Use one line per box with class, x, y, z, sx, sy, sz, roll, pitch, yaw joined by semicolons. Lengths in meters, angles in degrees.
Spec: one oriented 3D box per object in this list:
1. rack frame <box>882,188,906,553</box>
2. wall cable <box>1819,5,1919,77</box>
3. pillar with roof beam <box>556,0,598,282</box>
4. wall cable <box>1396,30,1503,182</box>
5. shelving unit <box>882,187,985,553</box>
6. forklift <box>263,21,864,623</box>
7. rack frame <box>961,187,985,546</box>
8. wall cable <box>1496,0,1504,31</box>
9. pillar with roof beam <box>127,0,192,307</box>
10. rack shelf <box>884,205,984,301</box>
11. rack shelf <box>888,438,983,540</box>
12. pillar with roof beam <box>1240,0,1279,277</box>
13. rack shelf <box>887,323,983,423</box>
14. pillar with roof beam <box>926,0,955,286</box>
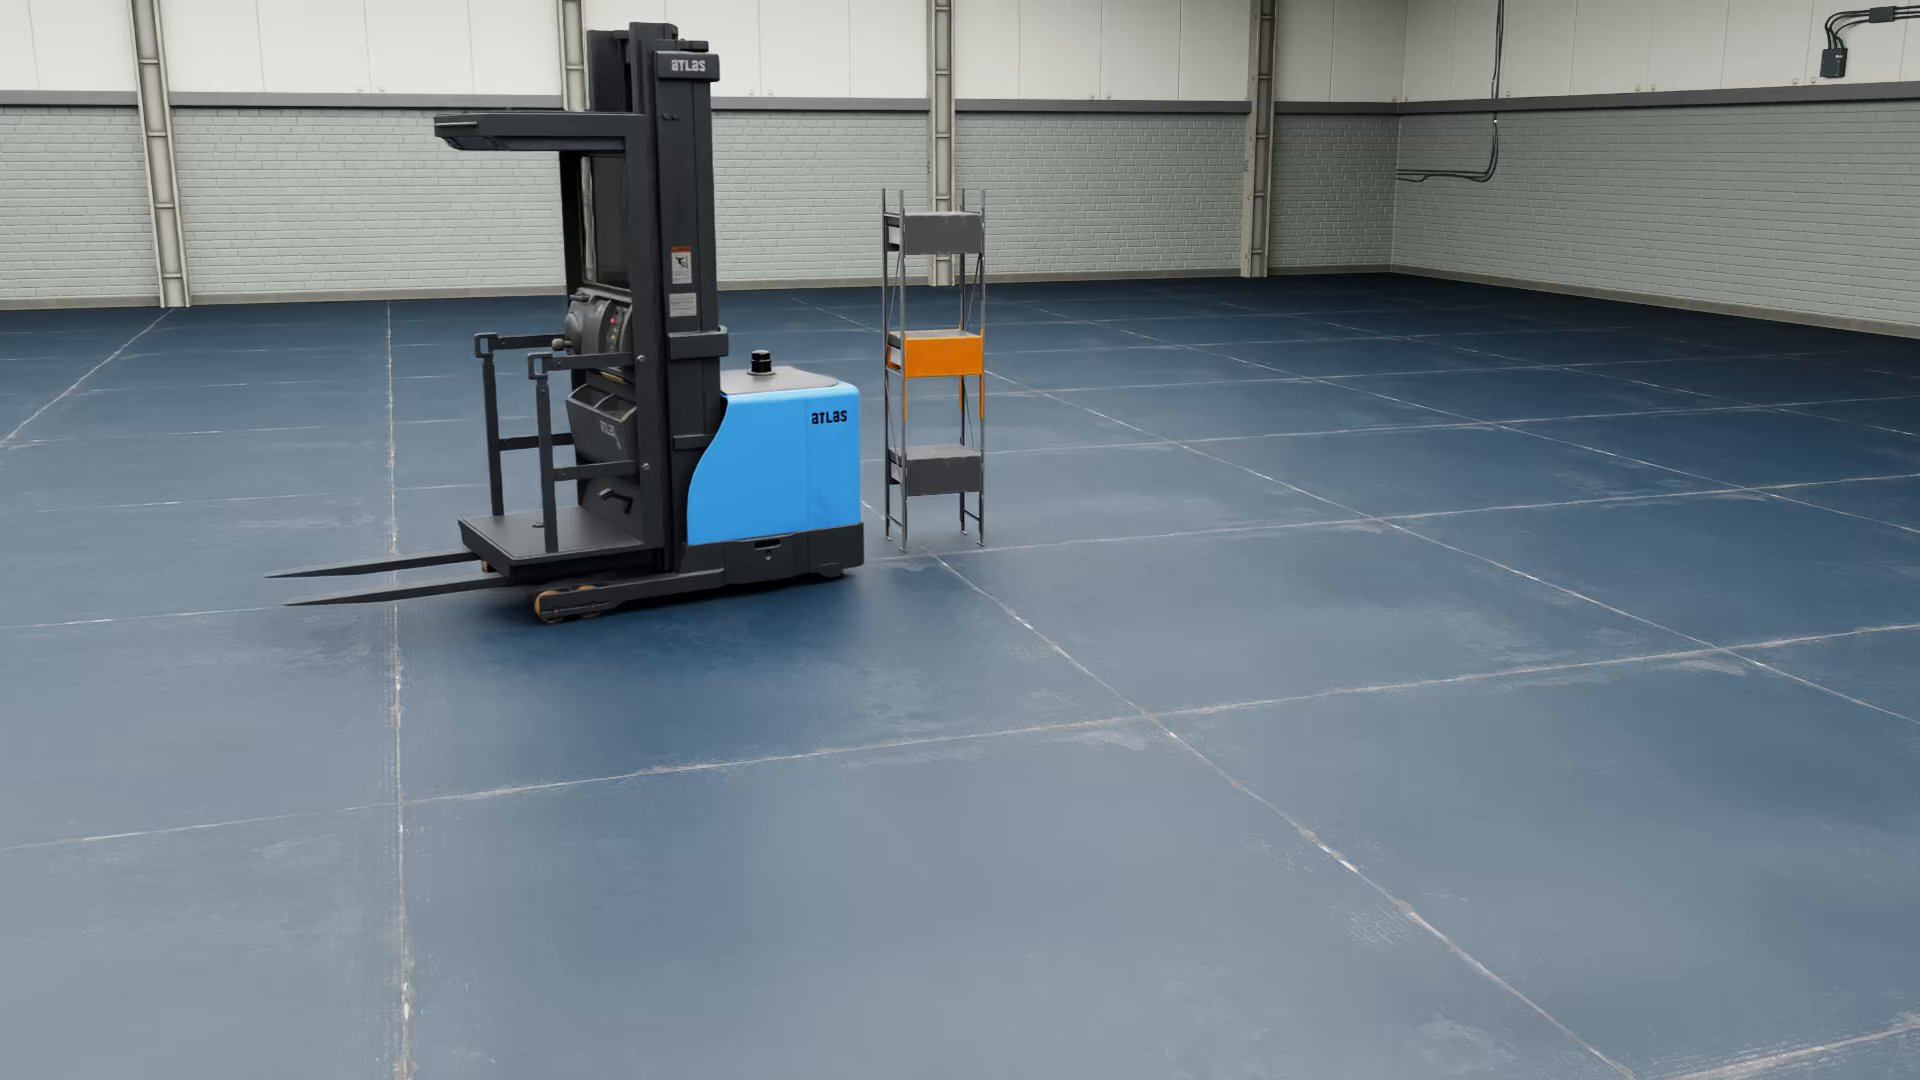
rack frame;-0.388;-0.991;9.773;0.015;2.100;0.400;-4;14;-18
wall cable;11.592;-8.696;19.905;0.169;6.003;2.305;-4;14;-18
pillar with roof beam;-4.635;-7.367;21.670;0.400;9.000;9.100;-4;14;-18
wall cable;8.579;-7.614;29.417;0.112;2.526;3.097;-4;14;-18
shelving unit;-0.157;-1.009;9.848;0.503;2.100;0.431;-4;14;-18
forklift;-2.068;-1.145;8.624;3.031;2.935;1.130;-8;15;-29
rack frame;0.074;-1.027;9.924;0.015;2.100;0.400;-4;14;-18
wall cable;9.442;-9.478;26.338;0.112;2.526;3.097;-4;14;-18
pillar with roof beam;-10.322;-6.925;19.808;0.400;9.000;9.100;-4;14;-18
rack shelf;-0.157;-1.677;9.690;0.480;0.518;0.431;-4;14;-18
rack shelf;-0.157;-0.315;10.014;0.480;0.518;0.431;-4;14;-18
pillar with roof beam;6.738;-8.253;25.393;0.400;9.000;9.100;-4;14;-18
rack shelf;-0.157;-0.996;9.852;0.480;0.518;0.431;-4;14;-18
pillar with roof beam;1.052;-7.810;23.531;0.400;9.000;9.100;-4;14;-18
